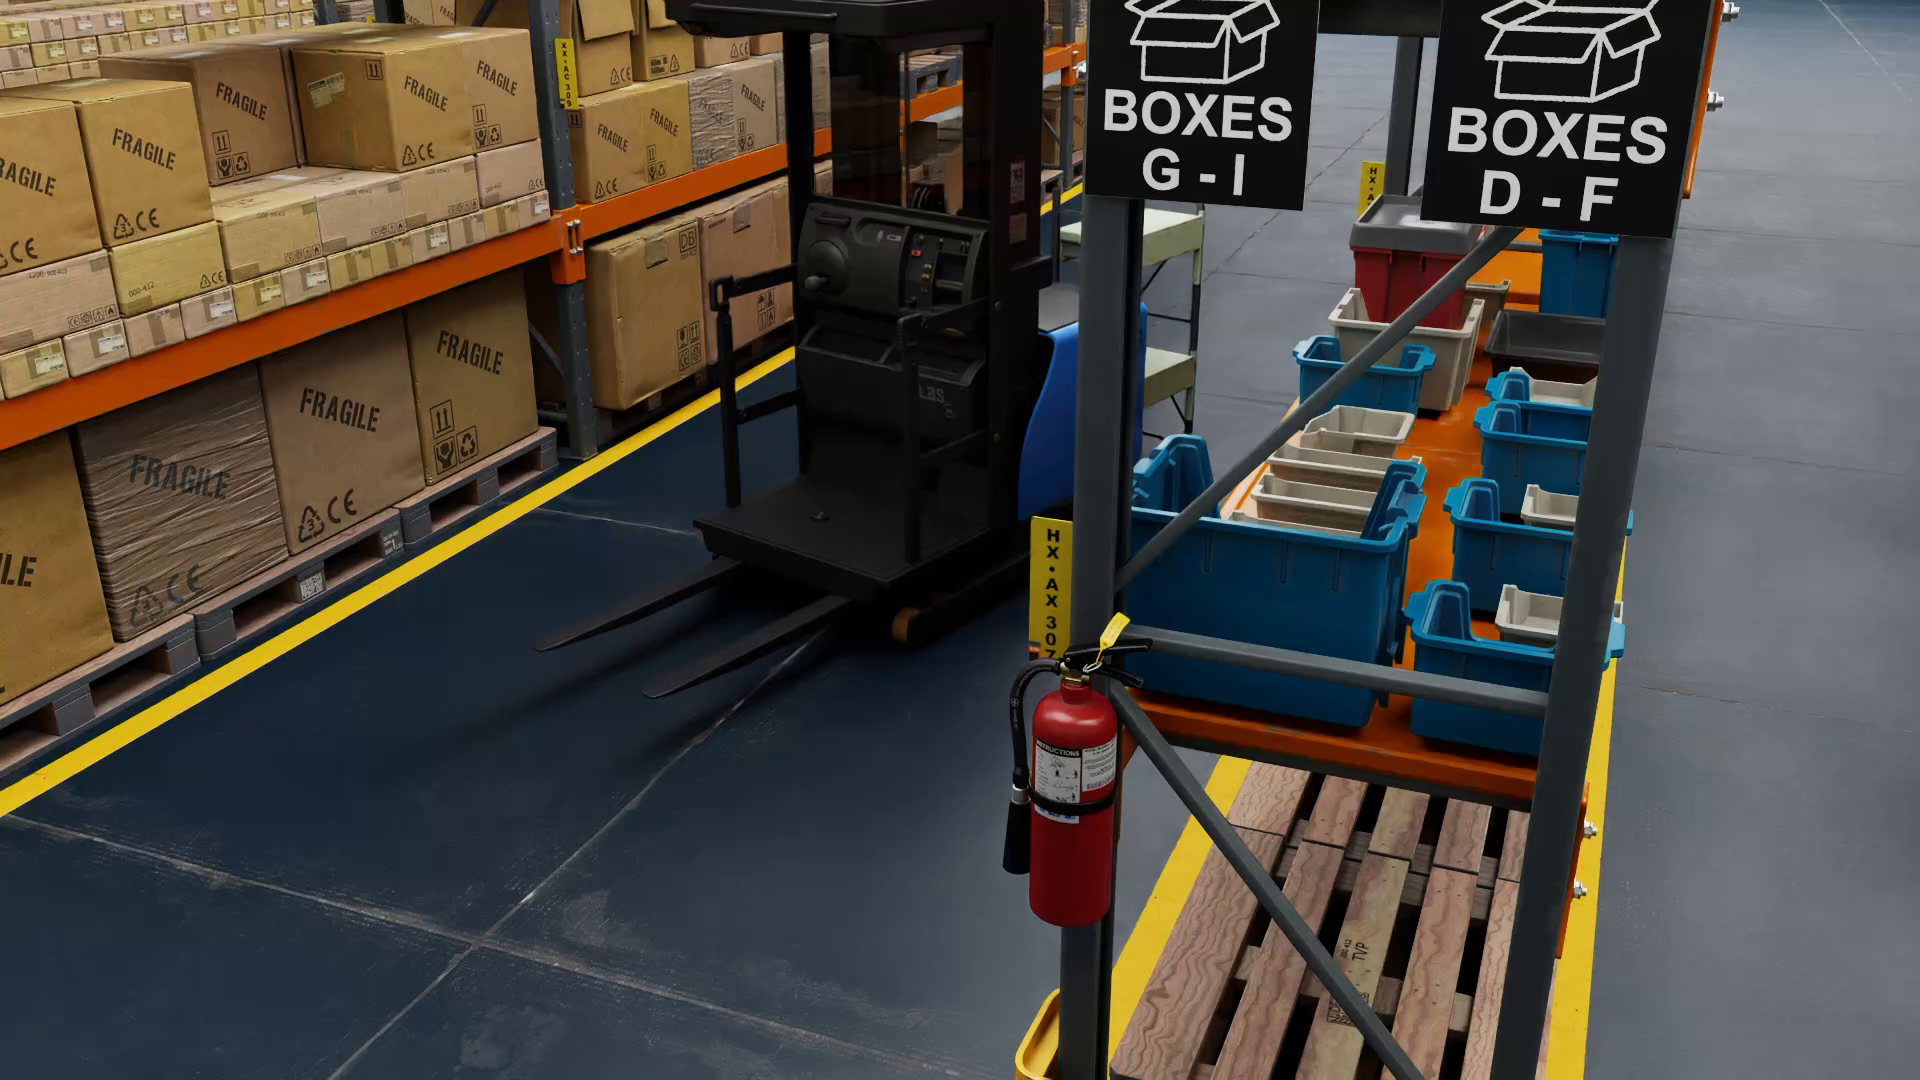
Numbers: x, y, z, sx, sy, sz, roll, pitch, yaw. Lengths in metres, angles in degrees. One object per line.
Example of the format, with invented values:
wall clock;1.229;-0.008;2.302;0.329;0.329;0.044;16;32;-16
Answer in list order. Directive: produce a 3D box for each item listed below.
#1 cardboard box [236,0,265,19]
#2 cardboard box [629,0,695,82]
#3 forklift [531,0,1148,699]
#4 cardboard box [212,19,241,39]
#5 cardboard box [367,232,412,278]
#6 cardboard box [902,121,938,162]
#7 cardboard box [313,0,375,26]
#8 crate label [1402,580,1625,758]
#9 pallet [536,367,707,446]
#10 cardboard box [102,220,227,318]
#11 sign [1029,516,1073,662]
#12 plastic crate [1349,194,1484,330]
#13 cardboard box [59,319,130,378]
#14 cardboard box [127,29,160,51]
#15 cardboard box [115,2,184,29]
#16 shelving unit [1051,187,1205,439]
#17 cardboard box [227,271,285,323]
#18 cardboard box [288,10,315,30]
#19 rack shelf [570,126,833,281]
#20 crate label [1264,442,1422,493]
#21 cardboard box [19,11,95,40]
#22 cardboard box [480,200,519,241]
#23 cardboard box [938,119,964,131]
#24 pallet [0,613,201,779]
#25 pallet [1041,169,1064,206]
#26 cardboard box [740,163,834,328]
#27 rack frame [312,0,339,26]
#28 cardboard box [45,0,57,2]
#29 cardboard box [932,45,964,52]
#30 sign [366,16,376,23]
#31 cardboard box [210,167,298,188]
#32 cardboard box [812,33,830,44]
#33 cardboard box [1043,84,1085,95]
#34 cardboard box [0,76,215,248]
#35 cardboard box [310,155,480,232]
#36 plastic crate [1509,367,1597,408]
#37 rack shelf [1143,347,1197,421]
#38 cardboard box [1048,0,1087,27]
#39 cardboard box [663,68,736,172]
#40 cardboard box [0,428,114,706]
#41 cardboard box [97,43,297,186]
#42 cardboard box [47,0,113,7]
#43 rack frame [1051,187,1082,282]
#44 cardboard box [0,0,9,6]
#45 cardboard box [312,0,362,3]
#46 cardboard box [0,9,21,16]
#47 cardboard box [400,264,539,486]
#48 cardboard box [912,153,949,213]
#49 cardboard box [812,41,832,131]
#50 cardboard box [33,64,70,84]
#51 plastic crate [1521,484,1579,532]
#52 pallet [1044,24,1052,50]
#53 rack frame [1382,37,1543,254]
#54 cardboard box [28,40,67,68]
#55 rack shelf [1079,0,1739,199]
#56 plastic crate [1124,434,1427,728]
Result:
cardboard box;-5.437;-3.988;12.416;0.380;0.149;0.250;10;25;22
cardboard box;-1.911;-2.865;9.287;0.797;0.503;0.637;9;24;21
forklift;-0.421;-1.132;6.656;1.130;2.935;3.031;16;28;34
cardboard box;-5.535;-3.754;12.240;0.380;0.149;0.250;9;24;20
cardboard box;-2.597;-1.242;7.159;0.380;0.149;0.250;9;24;21
cardboard box;-0.512;-3.145;13.087;0.500;0.250;0.500;12;25;26
cardboard box;-5.070;-4.229;13.852;0.500;0.500;0.500;9;24;21
crate label;1.104;0.266;3.360;0.416;0.233;0.303;9;24;20
pallet;-2.189;-0.883;9.590;1.003;0.211;1.213;9;24;20
cardboard box;-3.086;-1.019;6.106;0.500;0.250;0.500;8;24;18
sign;0.190;0.110;3.384;0.100;0.325;0.005;9;24;20
plastic crate;1.628;-0.947;5.965;0.402;0.464;0.583;9;24;20
cardboard box;-3.169;-0.692;5.842;0.380;0.149;0.250;8;24;19
cardboard box;-5.821;-3.479;11.583;0.380;0.149;0.250;8;24;19
cardboard box;-5.727;-3.709;11.748;0.380;0.149;0.250;10;25;23
shelving unit;0.823;-1.032;8.275;0.431;1.500;0.755;16;28;34
cardboard box;-2.884;-0.966;6.496;0.380;0.149;0.250;8;24;19
cardboard box;-5.249;-4.034;12.910;0.380;0.149;0.250;9;24;21
rack shelf;-1.663;-2.266;10.218;1.077;0.370;4.000;9;24;20
crate label;1.043;-0.171;4.531;0.396;0.136;0.243;9;24;20
cardboard box;-6.015;-3.429;11.077;0.380;0.149;0.250;9;24;20
cardboard box;-2.311;-1.518;7.819;0.380;0.149;0.250;9;24;21
cardboard box;0.123;-3.410;14.695;0.700;0.500;0.500;9;24;20
pallet;-3.668;0.538;6.188;1.003;0.211;1.213;9;24;20
pallet;0.278;-3.180;15.089;1.003;0.211;1.213;9;24;20
cardboard box;-1.534;-1.966;10.776;1.225;0.875;0.875;9;24;20
rack frame;-5.488;-4.060;13.579;1.000;3.000;0.127;9;24;20
cardboard box;-9.183;-5.472;16.739;0.380;0.149;0.250;10;25;22
cardboard box;-0.084;-4.006;13.097;0.500;0.250;0.500;8;24;19
sign;-2.914;-2.455;8.335;0.100;0.325;0.005;9;24;20
cardboard box;-3.200;-1.457;7.154;0.500;0.250;0.500;9;24;21
cardboard box;-1.207;-3.564;10.959;0.797;0.503;0.637;10;25;22
cardboard box;1.115;-4.363;17.001;0.500;0.500;0.500;7;24;15
cardboard box;-3.090;-1.364;5.959;0.500;0.500;0.500;8;24;19
cardboard box;-2.516;-1.570;7.425;0.500;0.250;0.500;10;24;22
plastic crate;1.825;-0.413;5.112;0.293;0.136;0.466;9;24;20
rack shelf;0.823;-0.731;8.401;0.431;0.370;0.720;16;28;34
cardboard box;0.790;-5.081;15.507;0.875;0.500;0.500;9;24;20
cardboard box;-1.631;-2.417;9.514;0.500;0.500;0.500;8;24;19
cardboard box;-3.728;0.095;5.843;0.875;0.875;0.875;9;24;20
cardboard box;-3.200;-1.800;7.003;0.500;0.500;0.500;8;24;18
cardboard box;-6.326;-3.805;11.976;0.380;0.149;0.250;10;25;22
rack frame;0.600;-0.920;8.008;0.400;1.500;0.023;16;28;34
cardboard box;-9.426;-5.184;16.049;0.380;0.149;0.250;9;24;20
cardboard box;-5.312;-4.727;13.748;0.700;0.500;0.500;9;24;20
cardboard box;-6.617;-3.523;11.301;0.380;0.149;0.250;8;24;18
cardboard box;-2.726;-0.871;8.156;0.875;0.875;0.875;9;24;20
cardboard box;-0.496;-2.807;13.250;0.700;0.500;0.500;7;24;16
cardboard box;-1.064;-2.971;10.840;0.500;0.500;0.500;9;24;20
cardboard box;-6.112;-3.061;10.967;0.380;0.149;0.250;9;24;21
plastic crate;1.552;-0.035;4.207;0.250;0.136;0.298;9;24;20
pallet;0.147;-4.404;14.651;1.003;0.211;1.213;9;24;20
rack frame;2.192;-1.174;6.668;1.000;3.000;0.127;9;24;20
cardboard box;-6.114;-3.198;10.909;0.380;0.149;0.250;8;24;18
rack shelf;1.450;-1.510;4.515;1.077;0.370;4.000;9;24;20
plastic crate;0.658;0.067;3.573;0.616;0.435;0.499;9;24;20
